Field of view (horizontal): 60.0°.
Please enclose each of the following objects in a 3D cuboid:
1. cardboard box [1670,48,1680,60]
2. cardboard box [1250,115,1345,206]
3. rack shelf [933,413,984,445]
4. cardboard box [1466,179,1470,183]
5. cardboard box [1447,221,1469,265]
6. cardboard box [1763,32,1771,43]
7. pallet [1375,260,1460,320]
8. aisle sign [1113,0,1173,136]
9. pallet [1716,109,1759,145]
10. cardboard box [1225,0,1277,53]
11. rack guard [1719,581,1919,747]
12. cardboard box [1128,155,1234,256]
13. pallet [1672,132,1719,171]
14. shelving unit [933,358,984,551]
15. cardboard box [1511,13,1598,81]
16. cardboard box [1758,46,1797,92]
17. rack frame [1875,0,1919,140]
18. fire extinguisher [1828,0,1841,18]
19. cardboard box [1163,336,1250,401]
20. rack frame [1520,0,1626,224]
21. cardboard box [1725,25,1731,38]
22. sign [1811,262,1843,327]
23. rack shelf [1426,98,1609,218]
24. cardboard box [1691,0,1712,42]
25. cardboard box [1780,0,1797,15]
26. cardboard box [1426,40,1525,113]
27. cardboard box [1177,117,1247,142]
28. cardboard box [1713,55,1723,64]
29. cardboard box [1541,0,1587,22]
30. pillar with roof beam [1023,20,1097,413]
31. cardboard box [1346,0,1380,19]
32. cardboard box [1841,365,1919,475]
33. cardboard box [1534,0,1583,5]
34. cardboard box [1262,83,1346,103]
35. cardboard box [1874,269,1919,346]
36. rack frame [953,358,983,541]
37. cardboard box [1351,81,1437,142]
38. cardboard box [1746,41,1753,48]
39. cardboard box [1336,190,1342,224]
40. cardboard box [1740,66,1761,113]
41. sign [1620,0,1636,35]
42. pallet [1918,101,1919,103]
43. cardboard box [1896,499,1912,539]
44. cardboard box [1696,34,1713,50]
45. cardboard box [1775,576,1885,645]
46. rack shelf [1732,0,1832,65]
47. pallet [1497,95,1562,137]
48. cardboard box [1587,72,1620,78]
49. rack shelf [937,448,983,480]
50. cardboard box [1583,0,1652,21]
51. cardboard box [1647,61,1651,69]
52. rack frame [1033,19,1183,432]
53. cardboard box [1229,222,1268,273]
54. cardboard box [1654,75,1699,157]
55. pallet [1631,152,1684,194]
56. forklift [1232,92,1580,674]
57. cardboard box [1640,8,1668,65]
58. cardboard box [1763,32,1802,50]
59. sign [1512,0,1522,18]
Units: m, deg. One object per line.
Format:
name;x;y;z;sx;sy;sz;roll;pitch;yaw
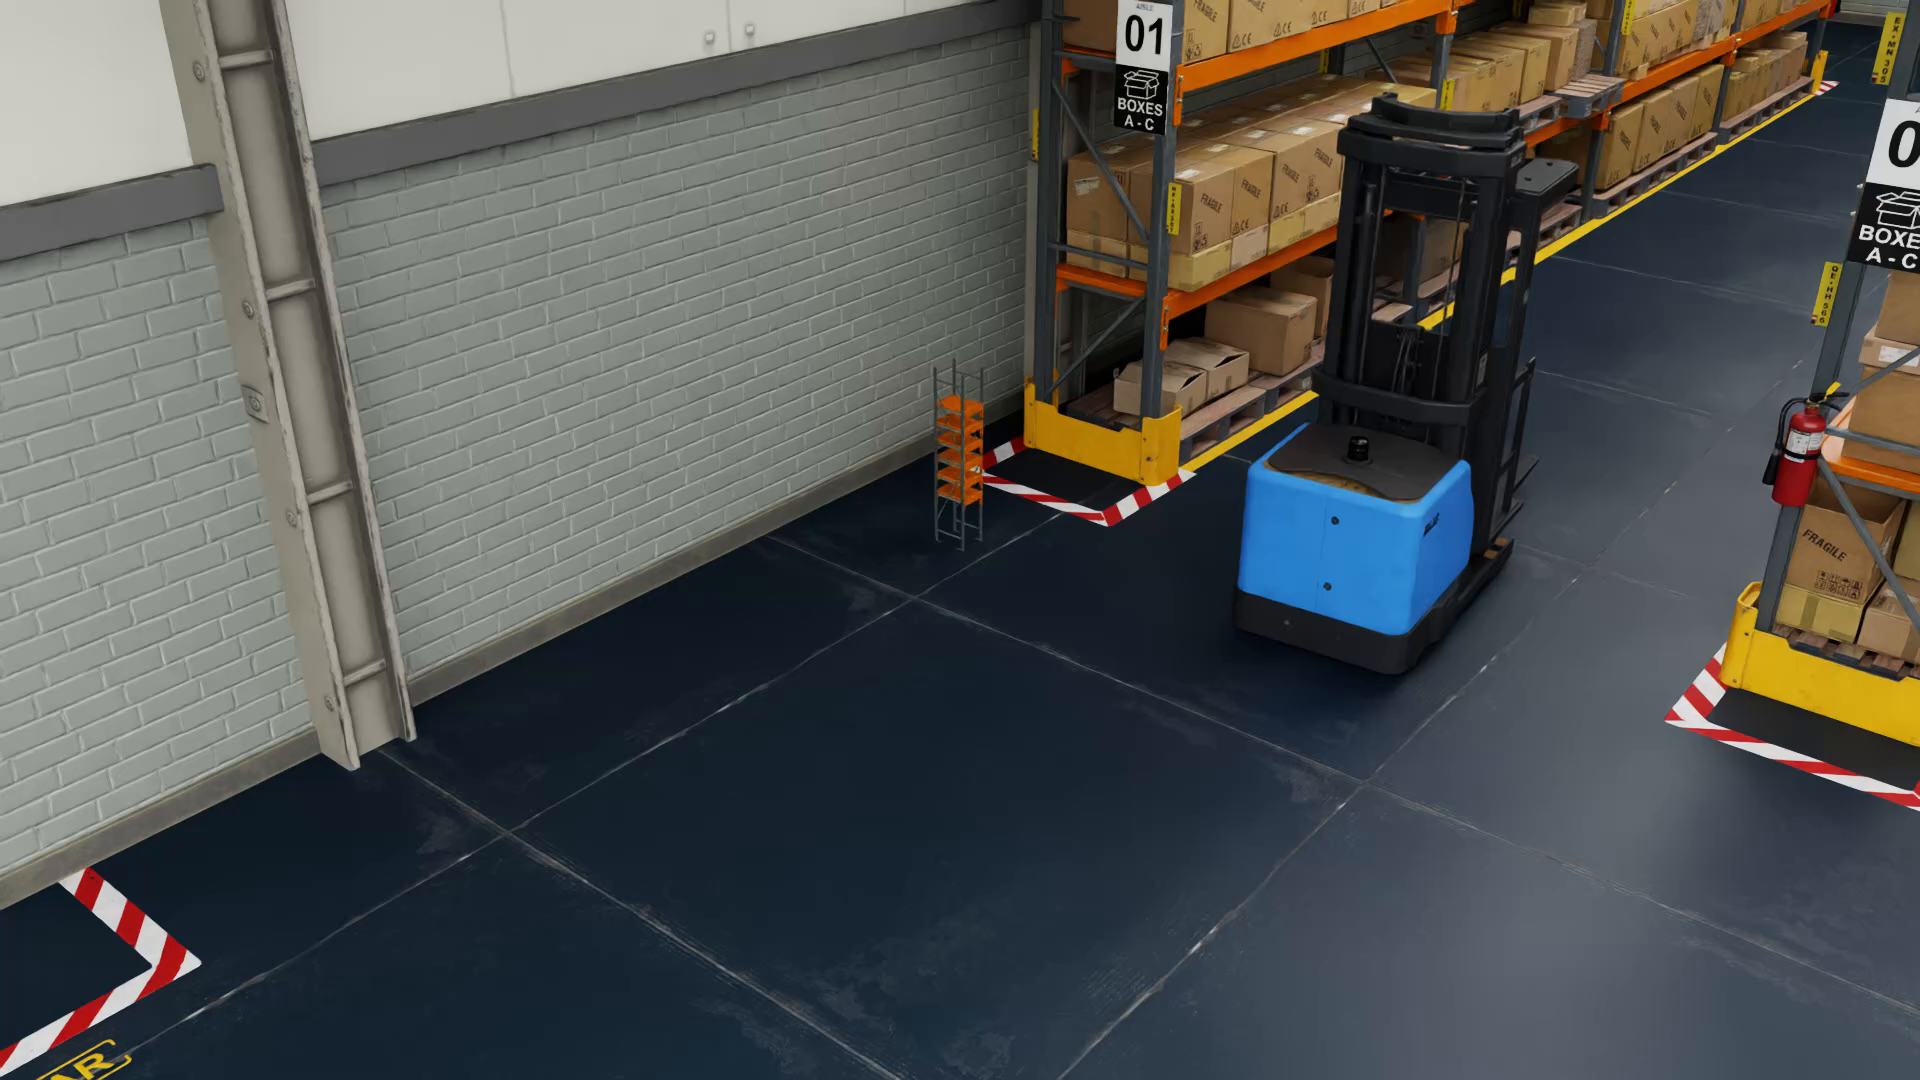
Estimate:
cardboard box;7.562;-5.315;18.011;0.380;0.149;0.250;22;35;36
cardboard box;2.456;-2.791;12.205;0.500;0.500;0.500;22;35;36
rack shelf;-0.009;-0.701;10.375;0.258;0.103;0.180;21;34;34
cardboard box;4.551;-3.339;15.365;0.500;0.250;0.500;20;33;33
cardboard box;4.235;-2.861;15.257;0.700;0.500;0.500;20;33;33
cardboard box;10.358;-6.577;21.756;0.380;0.149;0.250;21;34;35
pallet;3.984;-2.350;15.063;1.003;0.211;1.213;21;34;34
aisle sign;1.131;-2.935;10.330;0.394;0.787;0.004;21;34;34
pallet;9.122;-5.157;20.488;1.003;0.211;1.213;21;34;34
cardboard box;1.720;-3.505;10.865;0.500;0.500;0.500;23;35;38
rack guard;4.755;0.671;8.908;1.175;0.500;0.348;21;34;34
cardboard box;1.481;-2.251;11.161;0.500;0.500;0.500;21;34;34
pallet;8.146;-4.614;19.440;1.003;0.211;1.213;21;34;34
shelving unit;-0.009;-0.528;10.464;0.258;1.200;0.189;21;34;34
cardboard box;5.743;-4.801;16.177;0.700;0.500;0.500;16;32;29
cardboard box;10.436;-6.188;21.711;0.700;0.500;0.500;21;34;34
rack frame;4.770;-3.112;6.972;1.000;3.000;0.127;21;34;34
fire extinguisher;11.575;-7.285;22.058;0.296;0.674;0.183;21;34;34
cardboard box;1.818;-1.316;12.477;0.500;0.311;0.500;24;36;38
rack frame;6.034;-4.730;16.629;1.000;3.000;0.127;21;34;34
cardboard box;8.582;-5.843;19.032;0.380;0.149;0.250;21;34;35
sign;4.360;-1.230;8.346;0.100;0.325;0.005;21;34;34
rack shelf;4.762;-3.702;15.424;1.077;0.370;4.000;21;34;34
cardboard box;7.836;-5.737;18.121;0.500;0.500;0.500;21;34;34
cardboard box;9.860;-6.987;20.666;0.980;0.700;0.700;19;33;32
cardboard box;4.595;-4.161;14.941;0.500;0.500;0.700;-23;35;-37
cardboard box;1.735;-2.759;12.143;0.500;0.500;0.500;20;33;33
cardboard box;9.388;-6.036;20.710;0.380;0.149;0.250;20;33;33
cardboard box;5.838;-5.127;16.103;0.380;0.149;0.250;16;31;28
pillar with roof beam;4.045;-3.801;8.304;9.100;9.000;0.400;21;34;34
cardboard box;2.705;-4.063;11.945;0.500;0.500;0.500;19;33;33
cardboard box;5.077;-0.654;8.640;0.700;0.500;0.500;21;34;34
cardboard box;6.122;-5.485;16.818;0.500;0.250;0.500;22;34;36
cardboard box;2.698;-3.300;13.189;0.500;0.500;0.500;21;34;34
cardboard box;5.111;-1.249;8.378;0.700;0.500;0.500;21;34;35
rack frame;0.049;-0.560;10.527;0.240;1.200;0.006;21;34;34
cardboard box;3.428;-3.329;13.247;0.500;0.500;0.500;21;34;34
cardboard box;9.875;-6.306;21.233;0.380;0.149;0.250;21;34;35
cardboard box;2.791;-2.641;12.732;0.500;0.250;0.500;21;34;34
cardboard box;9.455;-5.637;20.646;0.700;0.500;0.500;20;34;34
sign;6.459;-5.054;16.081;0.100;0.325;0.005;21;34;34
pallet;5.240;-1.984;8.151;1.003;0.211;1.213;21;34;34
cardboard box;5.507;-0.382;9.943;0.500;0.500;0.500;21;34;34
cardboard box;8.117;-5.557;18.479;0.380;0.149;0.250;21;34;34
cardboard box;4.883;0.311;9.420;0.500;0.250;0.500;21;34;34
rack shelf;9.850;-6.538;20.907;1.077;0.370;4.000;21;34;34
pallet;4.806;-3.931;15.293;1.003;0.211;1.213;21;34;34
cardboard box;6.422;-4.677;16.777;0.380;0.149;0.250;20;34;34
rack shelf;-0.009;-0.488;10.485;0.258;0.103;0.180;21;34;34
cardboard box;6.540;-5.345;16.546;0.500;0.250;0.500;22;34;36
cardboard box;7.047;-5.053;17.504;0.380;0.149;0.250;22;34;35
rack frame;0.945;-1.894;11.146;1.000;3.000;0.127;21;34;34
cardboard box;1.820;-2.105;11.695;0.500;0.250;0.500;20;33;33
cardboard box;7.702;-4.796;18.638;0.750;0.750;0.750;22;35;36
pallet;7.370;-4.180;18.600;1.003;0.211;1.213;21;34;34
forklift;2.827;-1.188;9.856;1.130;2.935;3.031;17;32;30
cardboard box;6.881;-5.196;17.075;0.500;0.500;0.500;22;35;36
cardboard box;10.651;-6.464;21.538;0.380;0.149;0.250;22;34;36
sign;5.604;-5.406;16.674;0.100;0.325;0.005;21;34;34
